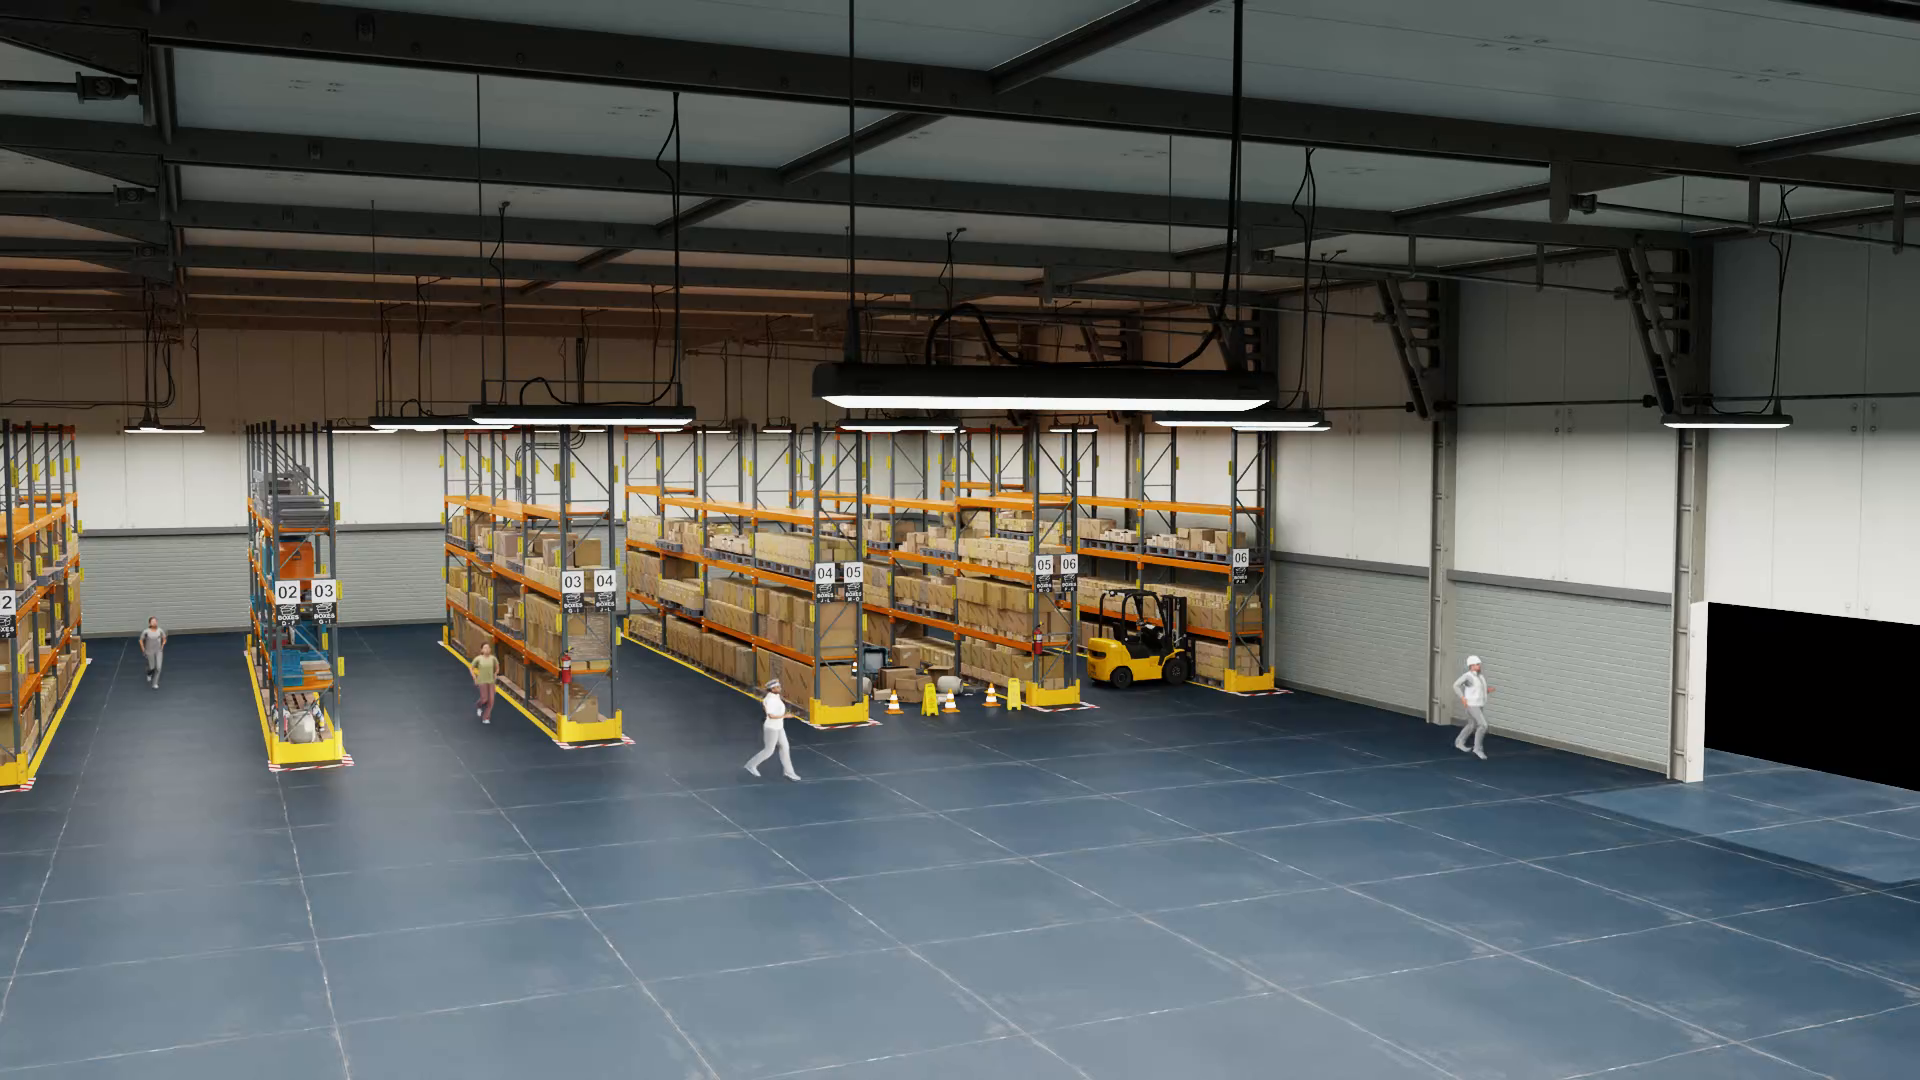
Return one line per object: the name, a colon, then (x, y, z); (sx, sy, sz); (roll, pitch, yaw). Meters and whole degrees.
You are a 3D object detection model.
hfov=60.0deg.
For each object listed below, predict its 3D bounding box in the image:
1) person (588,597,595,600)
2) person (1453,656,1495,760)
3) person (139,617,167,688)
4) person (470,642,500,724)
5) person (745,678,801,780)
person: (-10.647, 1.939, 46.785); (0.746, 1.709, 0.523); (1, 4, 10)
person: (9.178, 2.982, 29.684); (0.761, 1.833, 0.625); (3, 5, 42)
person: (-18.317, 2.557, 37.786); (0.568, 1.623, 0.568); (-3, 4, -36)
person: (-9.433, 2.849, 33.108); (0.580, 1.613, 0.558); (-2, 4, -31)
person: (-3.110, 3.142, 27.591); (0.918, 1.721, 0.576); (0, 4, 6)
